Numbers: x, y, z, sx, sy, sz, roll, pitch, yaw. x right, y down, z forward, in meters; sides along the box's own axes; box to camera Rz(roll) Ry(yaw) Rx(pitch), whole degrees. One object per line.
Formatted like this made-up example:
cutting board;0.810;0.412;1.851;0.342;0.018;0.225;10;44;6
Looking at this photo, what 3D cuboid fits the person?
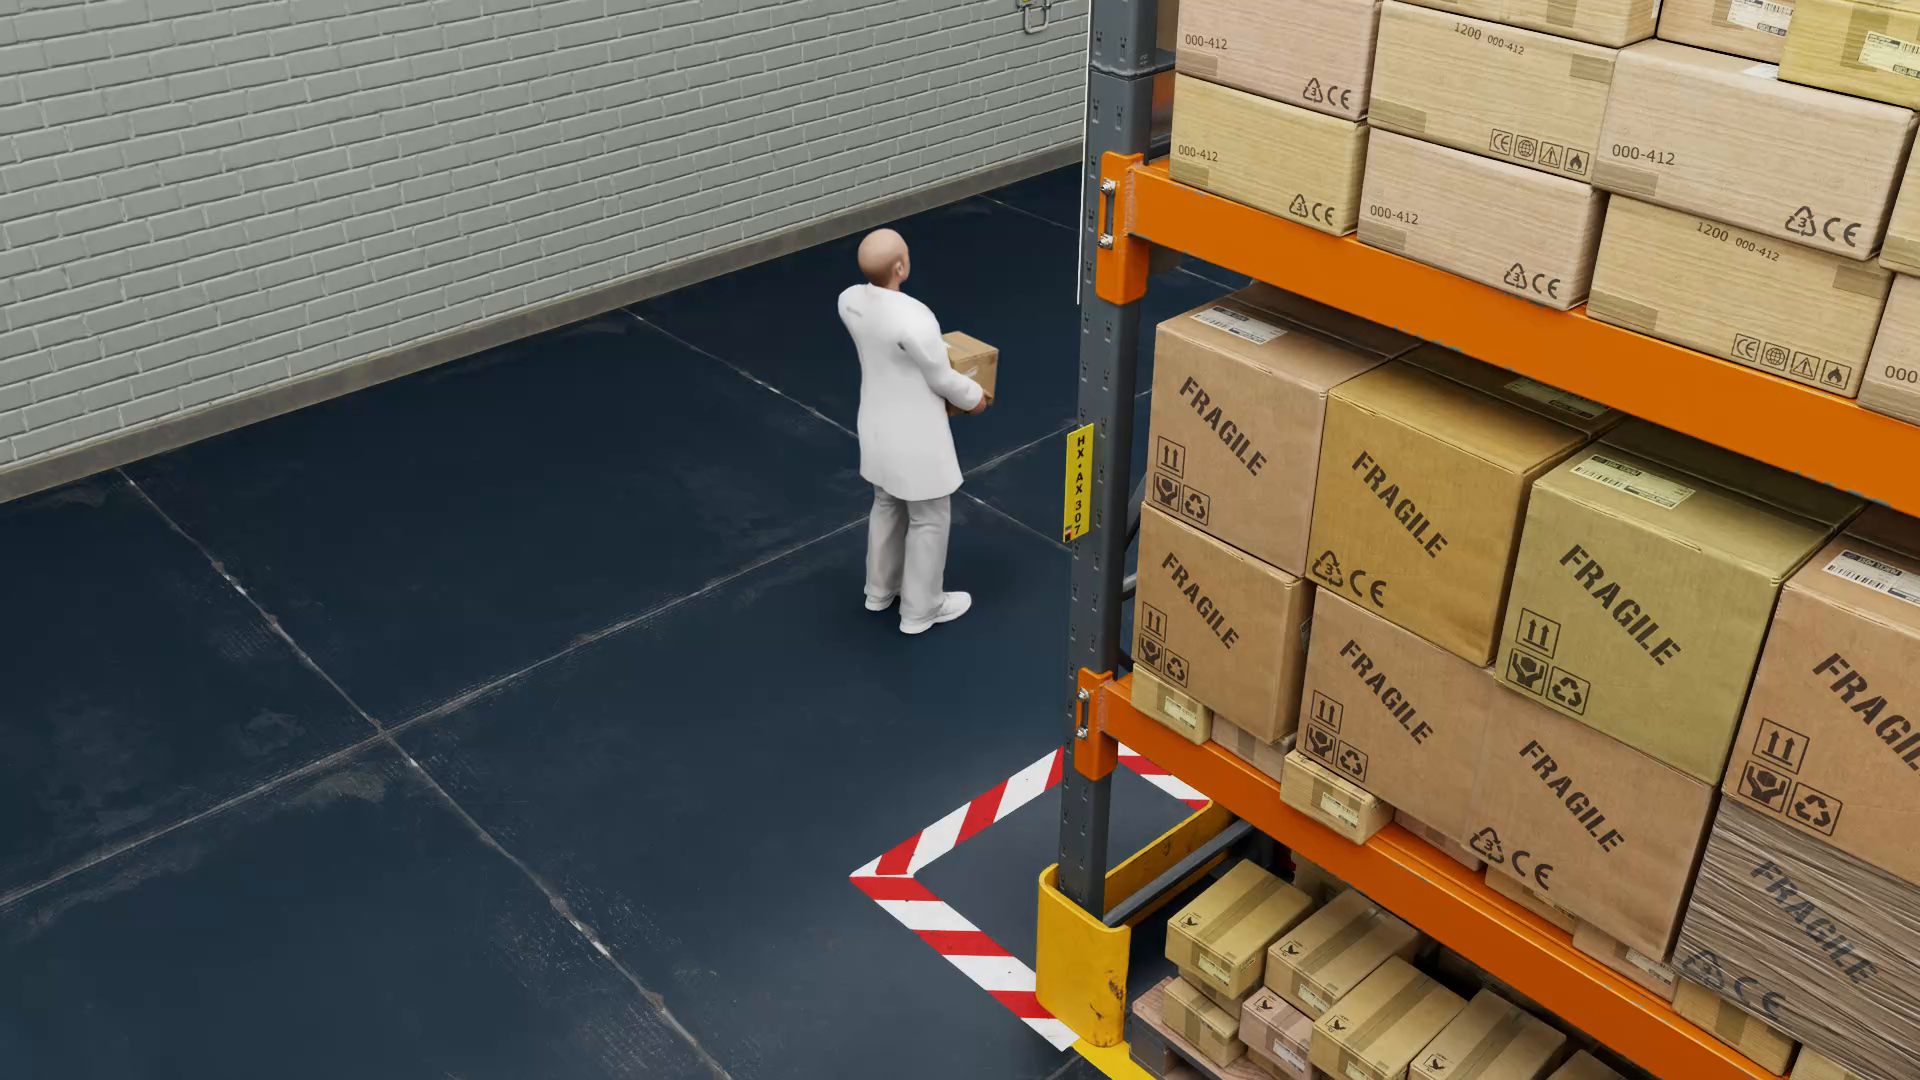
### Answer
person;-0.164;-0.486;6.948;0.554;1.773;0.531;-26;40;-36
